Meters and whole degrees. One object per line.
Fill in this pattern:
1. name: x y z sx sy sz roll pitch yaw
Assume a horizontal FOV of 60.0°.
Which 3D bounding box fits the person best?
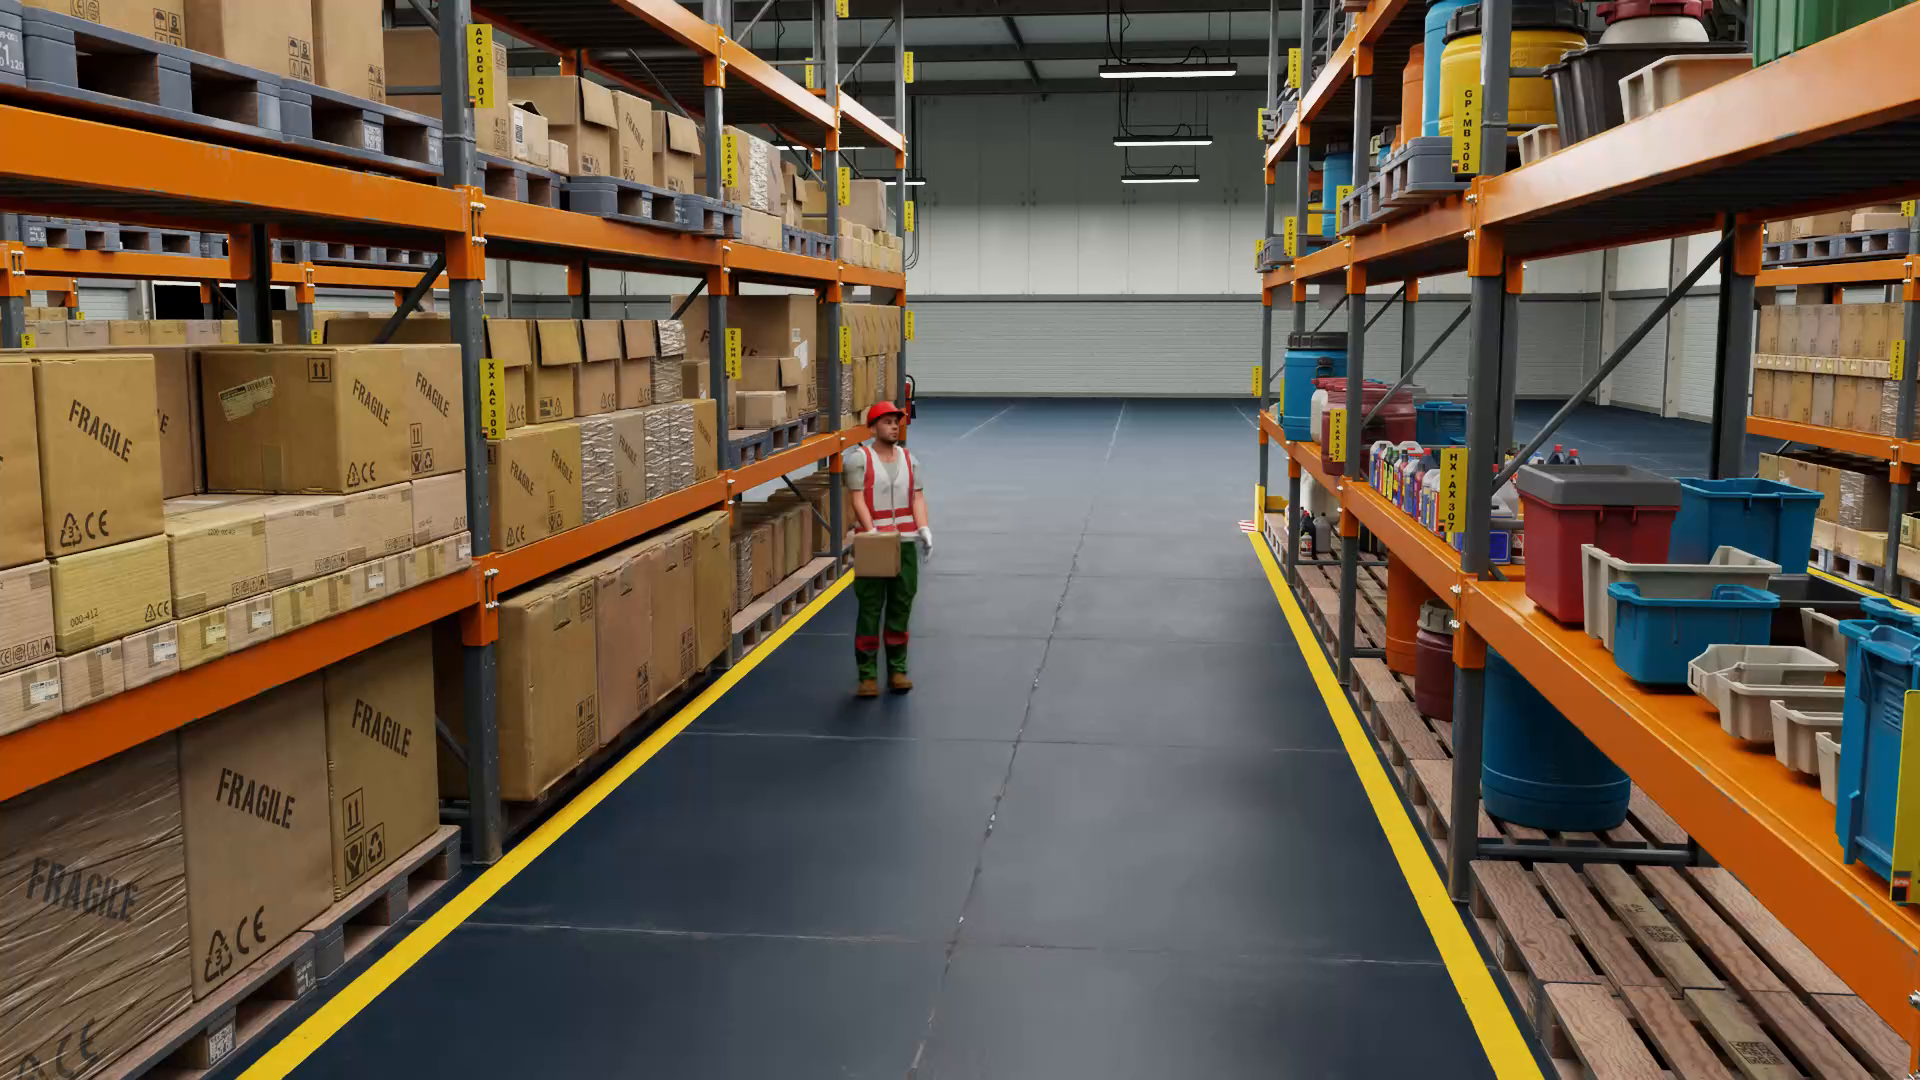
1. person: -0.445 0.044 10.313 0.566 1.795 0.508 -4 9 -30
